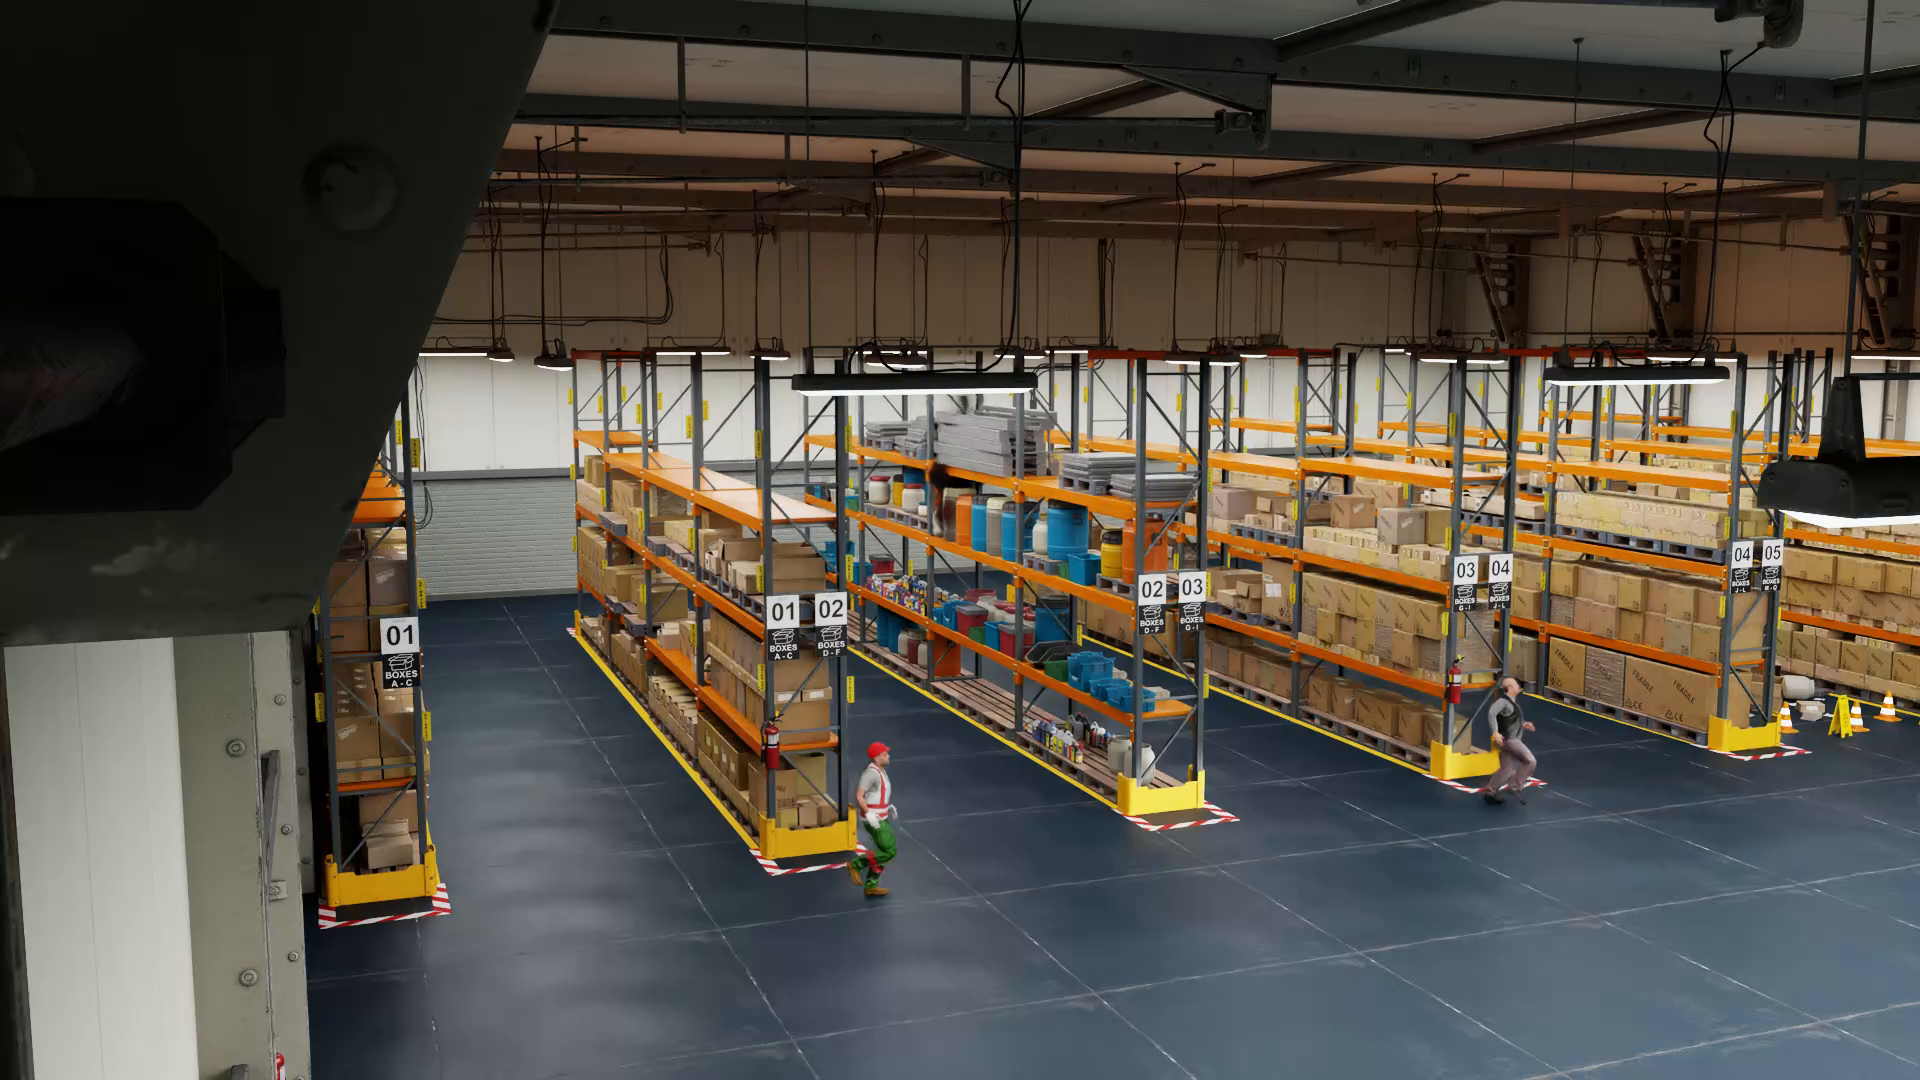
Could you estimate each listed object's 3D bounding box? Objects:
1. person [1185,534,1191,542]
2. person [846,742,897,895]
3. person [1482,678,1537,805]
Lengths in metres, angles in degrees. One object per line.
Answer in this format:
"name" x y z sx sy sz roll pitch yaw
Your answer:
"person" 5.113 0.617 38.617 0.656 1.760 1.100 -2 7 -15
"person" -0.988 3.147 18.844 0.565 1.736 0.689 1 7 8
"person" 7.438 2.699 22.433 0.677 1.670 0.639 3 8 20
